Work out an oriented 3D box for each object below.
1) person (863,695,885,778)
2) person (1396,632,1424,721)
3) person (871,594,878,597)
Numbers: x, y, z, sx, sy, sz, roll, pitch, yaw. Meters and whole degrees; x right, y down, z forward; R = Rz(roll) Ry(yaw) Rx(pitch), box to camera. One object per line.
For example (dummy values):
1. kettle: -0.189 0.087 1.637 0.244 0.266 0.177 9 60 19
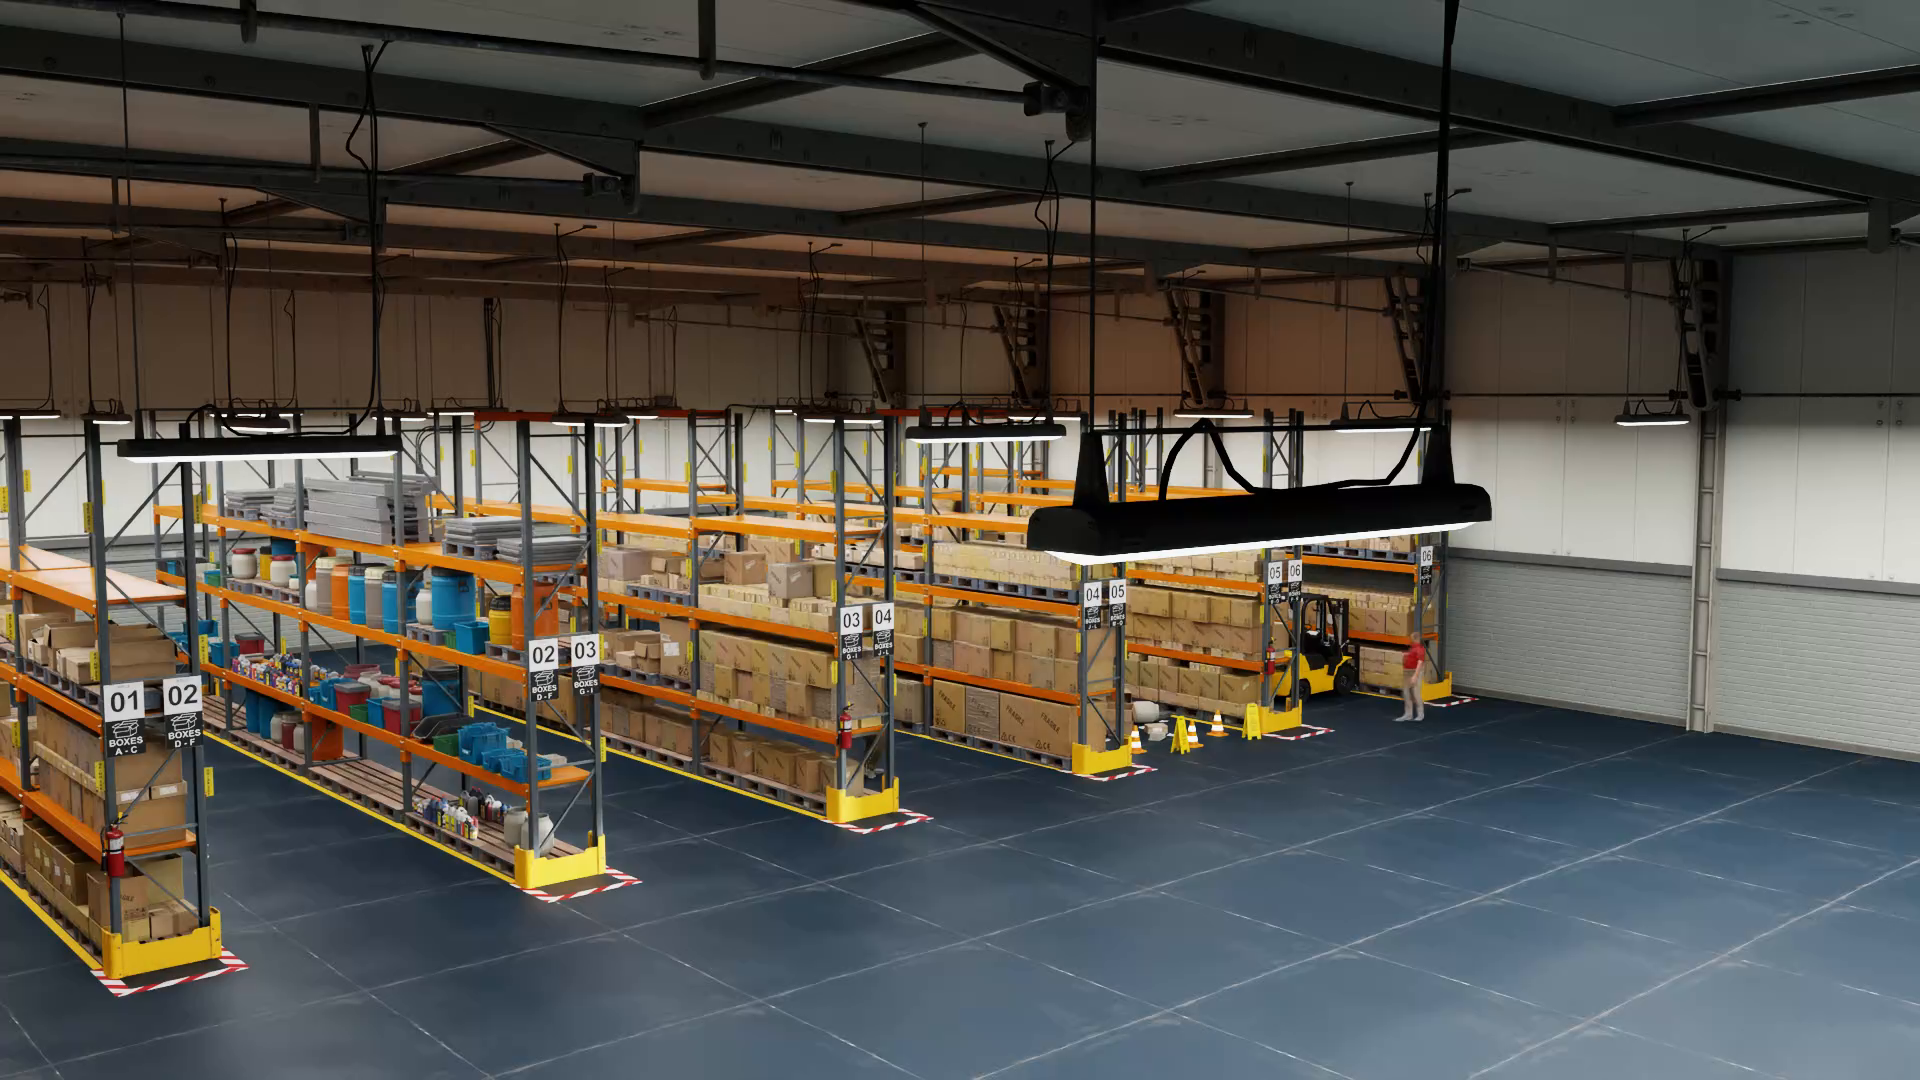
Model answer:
1. person: -1.486 3.054 27.657 0.483 1.819 0.638 -2 5 -21
2. person: 8.749 2.649 32.180 0.480 1.741 0.569 -3 6 -33
3. person: -1.871 2.031 37.321 0.510 1.656 0.366 2 5 20
